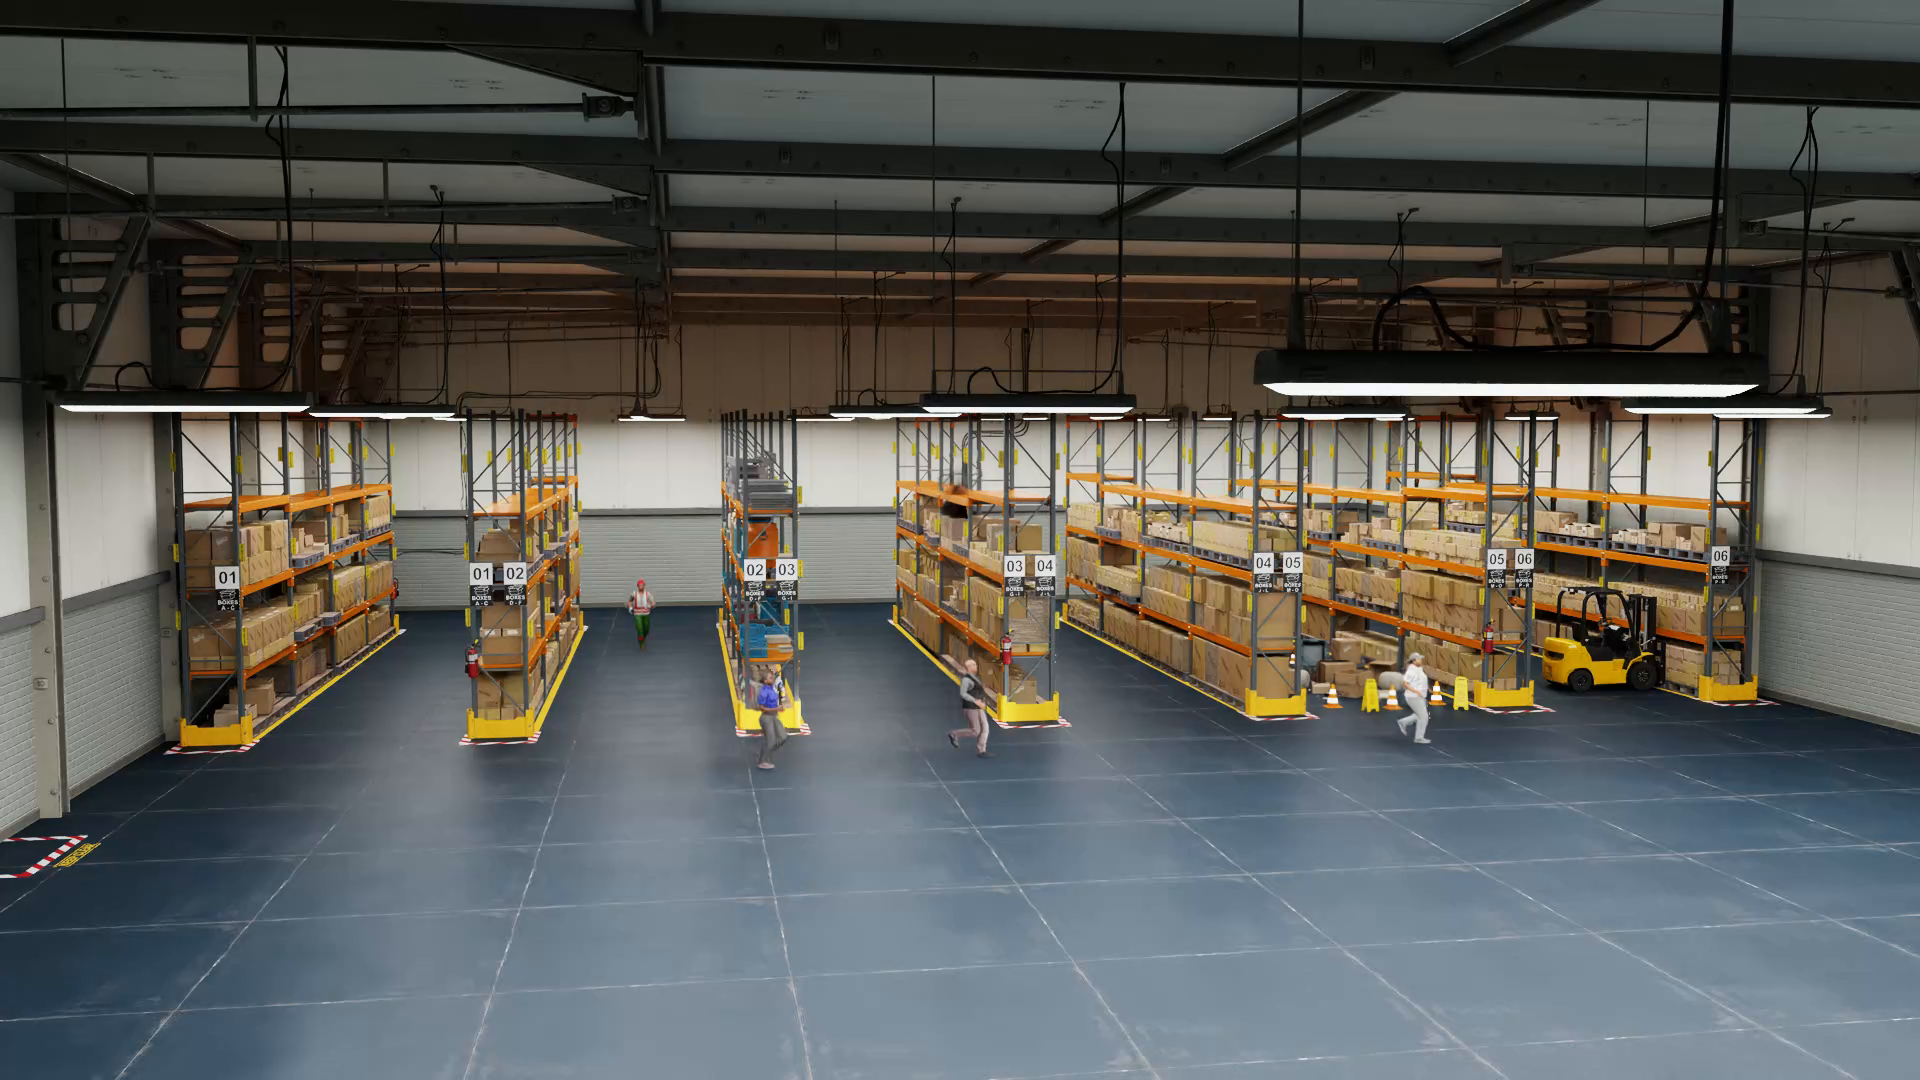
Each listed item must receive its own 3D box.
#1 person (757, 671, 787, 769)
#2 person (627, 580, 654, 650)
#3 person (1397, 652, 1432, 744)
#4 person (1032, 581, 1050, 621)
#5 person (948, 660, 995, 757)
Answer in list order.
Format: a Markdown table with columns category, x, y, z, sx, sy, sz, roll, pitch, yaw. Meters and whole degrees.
| category | x | y | z | sx | sy | sz | roll | pitch | yaw |
| --- | --- | --- | --- | --- | --- | --- | --- | --- | --- |
| person | -3.099 | 2.982 | 27.569 | 0.551 | 1.613 | 0.565 | 1 | 4 | 17 |
| person | -8.099 | 1.899 | 42.230 | 0.657 | 1.761 | 0.876 | -1 | 4 | -19 |
| person | 8.189 | 2.827 | 29.903 | 0.609 | 1.620 | 0.612 | 3 | 5 | 34 |
| person | 2.297 | 1.633 | 45.904 | 0.698 | 1.829 | 0.921 | 0 | 4 | -6 |
| person | 0.209 | 2.897 | 28.606 | 0.808 | 1.686 | 0.676 | 1 | 4 | 18 |
